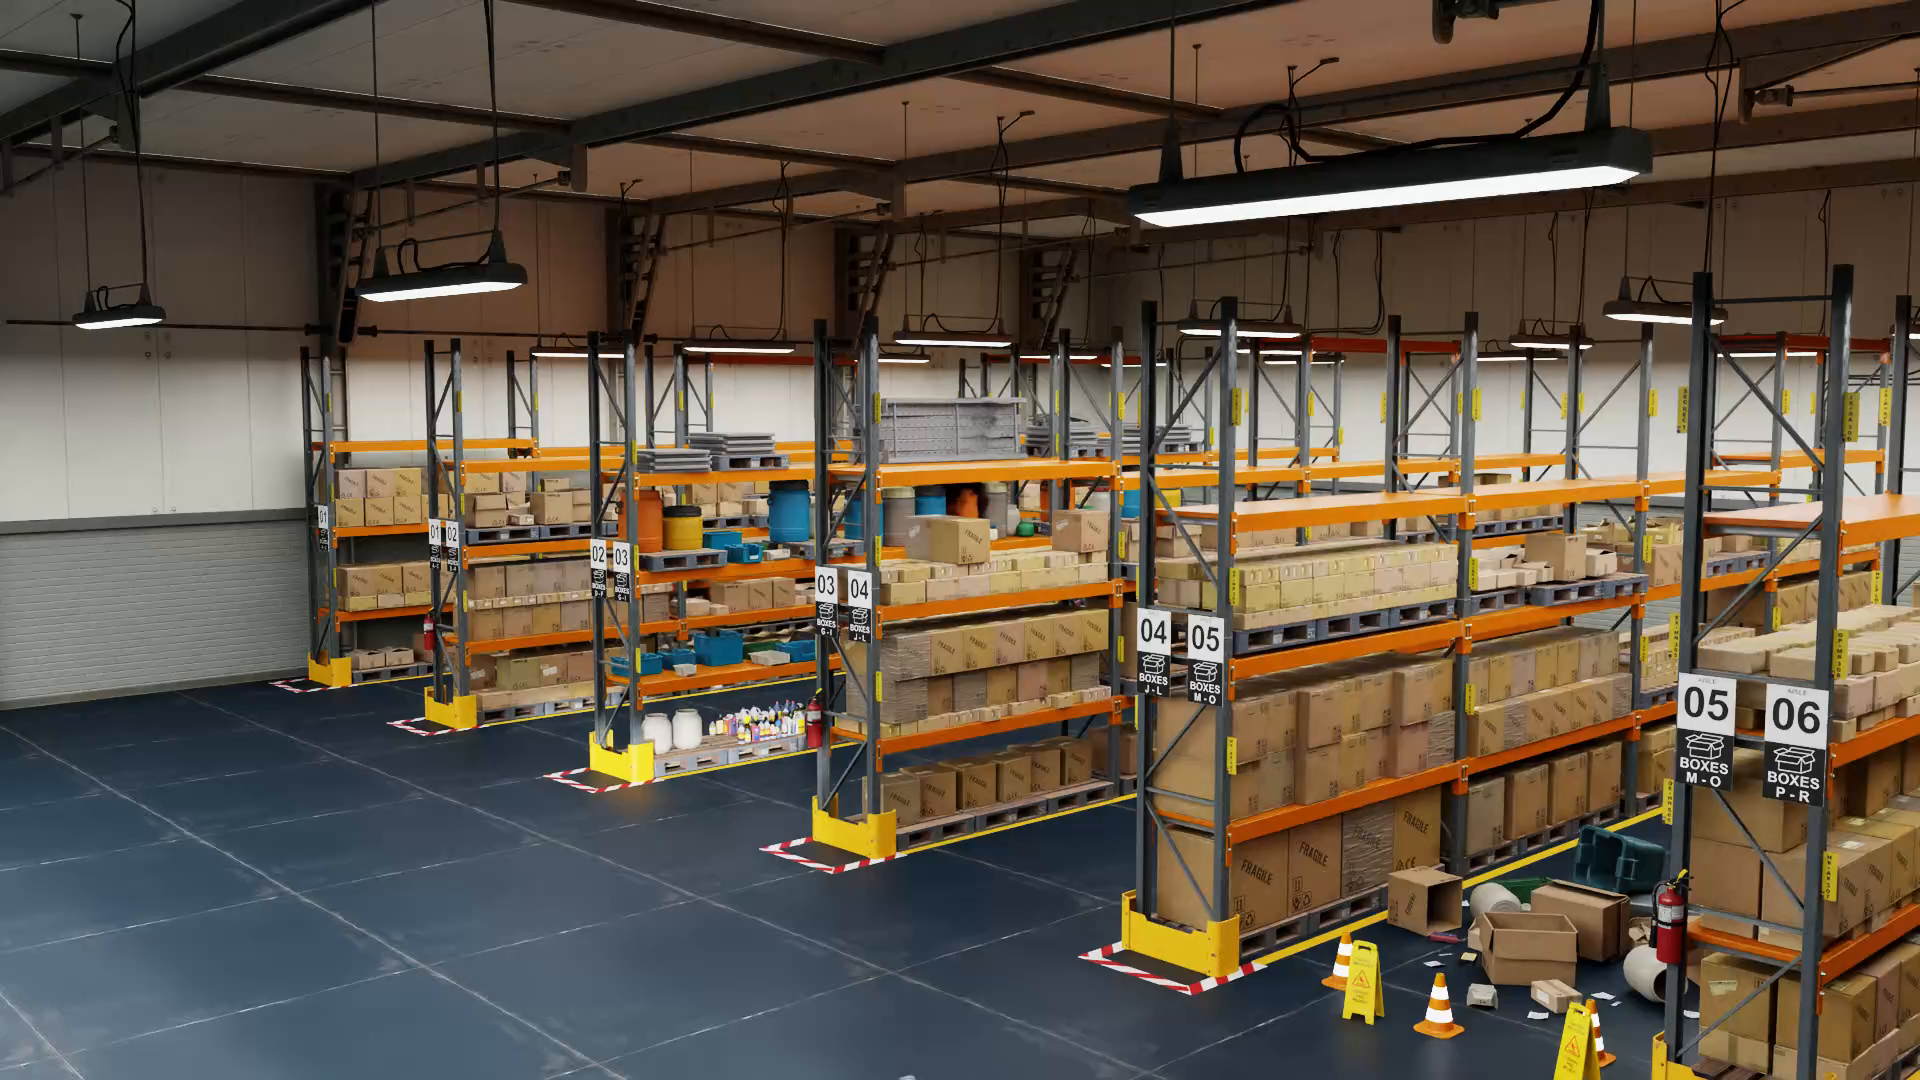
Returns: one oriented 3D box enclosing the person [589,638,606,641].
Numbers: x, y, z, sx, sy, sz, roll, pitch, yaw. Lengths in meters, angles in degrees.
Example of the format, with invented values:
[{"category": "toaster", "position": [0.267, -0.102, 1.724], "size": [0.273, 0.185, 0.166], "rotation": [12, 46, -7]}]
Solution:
[{"category": "person", "position": [-6.627, 1.660, 30.217], "size": [0.638, 1.681, 0.564], "rotation": [4, 7, 41]}]
